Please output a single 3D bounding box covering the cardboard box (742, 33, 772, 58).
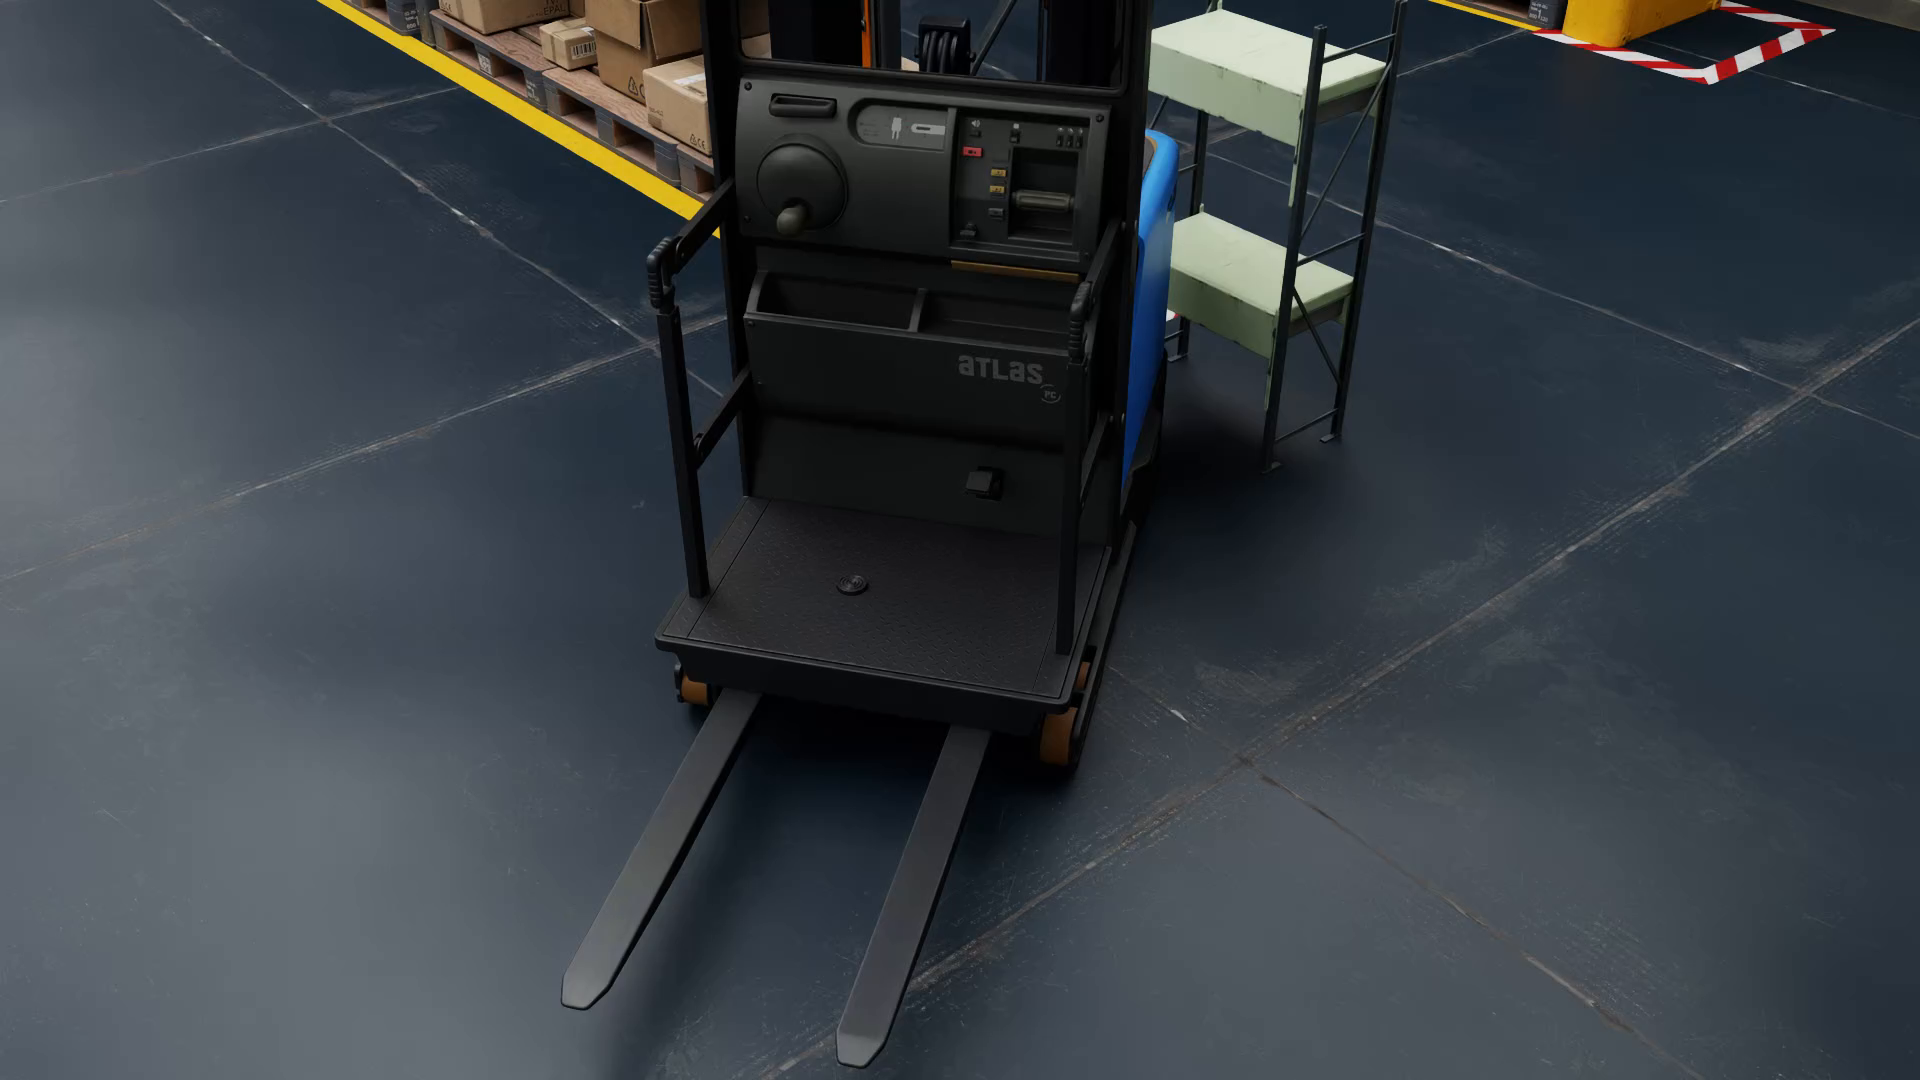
[{"bbox_3d":[-0.713,-2.178,7.729,0.500,0.250,0.500,-26,43,-32],"label":"cardboard box"}]

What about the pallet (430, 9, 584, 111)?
[{"bbox_3d":[-2.072,-2.658,8.820,1.003,0.211,1.213,-26,43,-32],"label":"pallet"}]

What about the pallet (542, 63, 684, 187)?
[{"bbox_3d":[-1.280,-2.119,8.059,1.003,0.211,1.213,-26,43,-32],"label":"pallet"}]

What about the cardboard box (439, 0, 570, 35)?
[{"bbox_3d":[-2.409,-2.916,8.717,0.500,0.311,0.500,-26,43,-32],"label":"cardboard box"}]

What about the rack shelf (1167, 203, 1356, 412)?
[{"bbox_3d":[0.926,-0.804,5.651,0.431,0.370,0.720,-26,43,-32],"label":"rack shelf"}]

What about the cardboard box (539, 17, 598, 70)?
[{"bbox_3d":[-1.843,-2.479,8.225,0.380,0.166,0.250,-26,43,-32],"label":"cardboard box"}]

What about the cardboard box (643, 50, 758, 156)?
[{"bbox_3d":[-1.062,-1.970,7.434,0.500,0.250,0.500,-26,43,-32],"label":"cardboard box"}]

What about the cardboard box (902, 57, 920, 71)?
[{"bbox_3d":[-0.390,-1.957,7.417,0.500,0.250,0.500,-26,43,-32],"label":"cardboard box"}]

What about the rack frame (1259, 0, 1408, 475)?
[{"bbox_3d":[1.161,-0.907,5.234,0.400,1.500,0.023,-26,43,-32],"label":"rack frame"}]

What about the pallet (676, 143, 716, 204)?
[{"bbox_3d":[-0.497,-1.580,7.299,1.003,0.211,1.213,-26,43,-32],"label":"pallet"}]

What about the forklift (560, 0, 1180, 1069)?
[{"bbox_3d":[-0.151,-0.843,3.904,1.130,2.935,3.031,8,36,11],"label":"forklift"}]

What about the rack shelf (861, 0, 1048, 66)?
[{"bbox_3d":[-1.224,-2.923,7.404,1.077,0.370,4.000,-26,43,-32],"label":"rack shelf"}]

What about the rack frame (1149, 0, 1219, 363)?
[{"bbox_3d":[0.691,-1.232,5.692,0.400,1.500,0.023,-26,43,-32],"label":"rack frame"}]

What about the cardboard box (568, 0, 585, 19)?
[{"bbox_3d":[-1.930,-3.113,8.832,0.500,0.500,0.500,-26,43,-32],"label":"cardboard box"}]

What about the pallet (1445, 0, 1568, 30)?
[{"bbox_3d":[3.273,-3.368,9.824,1.003,0.211,1.213,-26,43,-32],"label":"pallet"}]

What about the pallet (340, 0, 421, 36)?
[{"bbox_3d":[-3.068,-3.306,9.736,1.003,0.211,1.213,-26,43,-32],"label":"pallet"}]

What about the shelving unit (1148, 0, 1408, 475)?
[{"bbox_3d":[0.926,-1.070,5.463,0.431,1.500,0.755,-26,43,-32],"label":"shelving unit"}]

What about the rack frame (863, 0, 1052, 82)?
[{"bbox_3d":[0.067,-2.333,5.949,1.000,3.000,0.127,-26,43,-32],"label":"rack frame"}]

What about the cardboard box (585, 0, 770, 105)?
[{"bbox_3d":[-1.298,-2.433,7.869,0.797,0.503,0.637,-26,43,-32],"label":"cardboard box"}]

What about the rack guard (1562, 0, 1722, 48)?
[{"bbox_3d":[3.864,-3.152,9.268,1.175,0.500,0.348,-26,43,-32],"label":"rack guard"}]

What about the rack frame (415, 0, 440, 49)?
[{"bbox_3d":[-2.514,-4.099,8.443,1.000,3.000,0.127,-26,43,-32],"label":"rack frame"}]

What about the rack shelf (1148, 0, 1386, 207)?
[{"bbox_3d":[0.926,-1.388,5.237,0.431,0.370,0.720,-26,43,-32],"label":"rack shelf"}]
